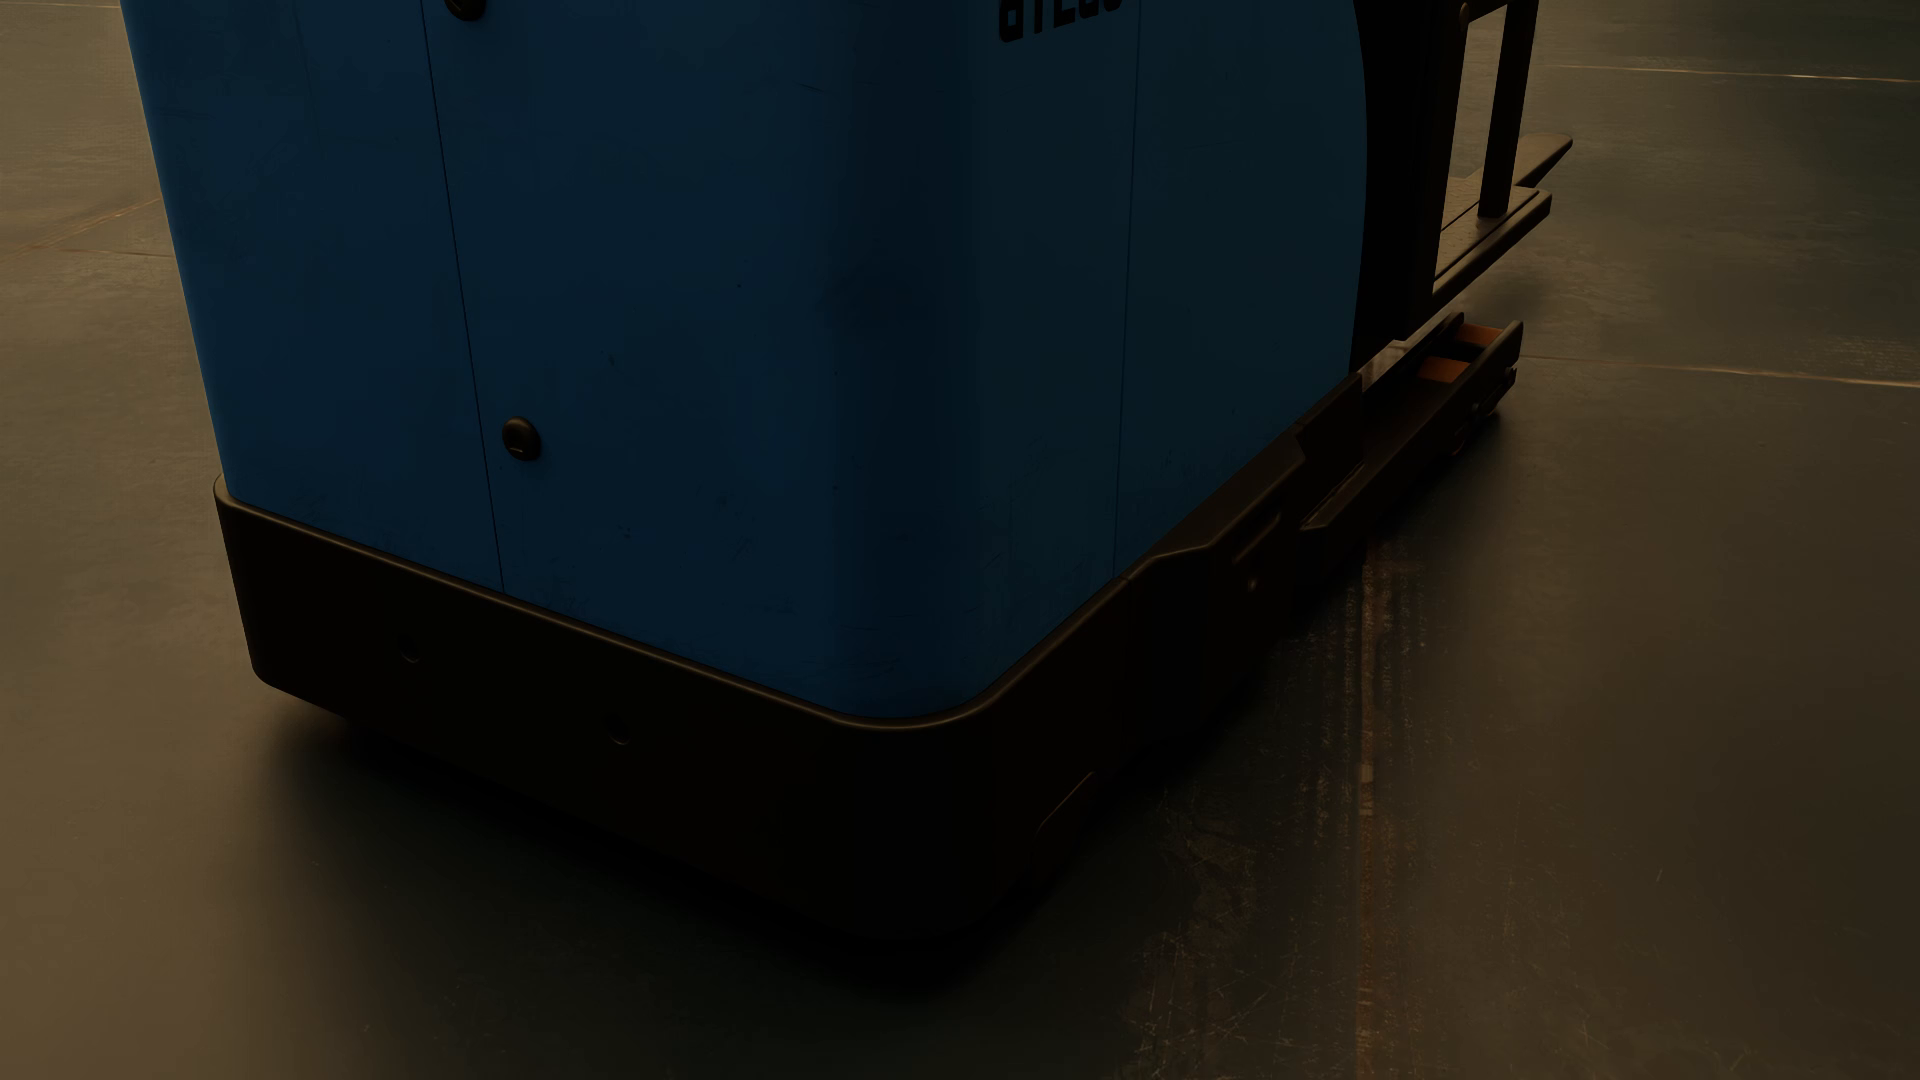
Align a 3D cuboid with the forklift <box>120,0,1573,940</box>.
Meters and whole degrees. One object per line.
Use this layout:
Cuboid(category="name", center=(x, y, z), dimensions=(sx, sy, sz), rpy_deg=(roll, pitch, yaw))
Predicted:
Cuboid(category="forklift", center=(0.331, -1.548, 2.314), dimensions=(1.130, 2.935, 3.031), rpy_deg=(16, 31, 28))
